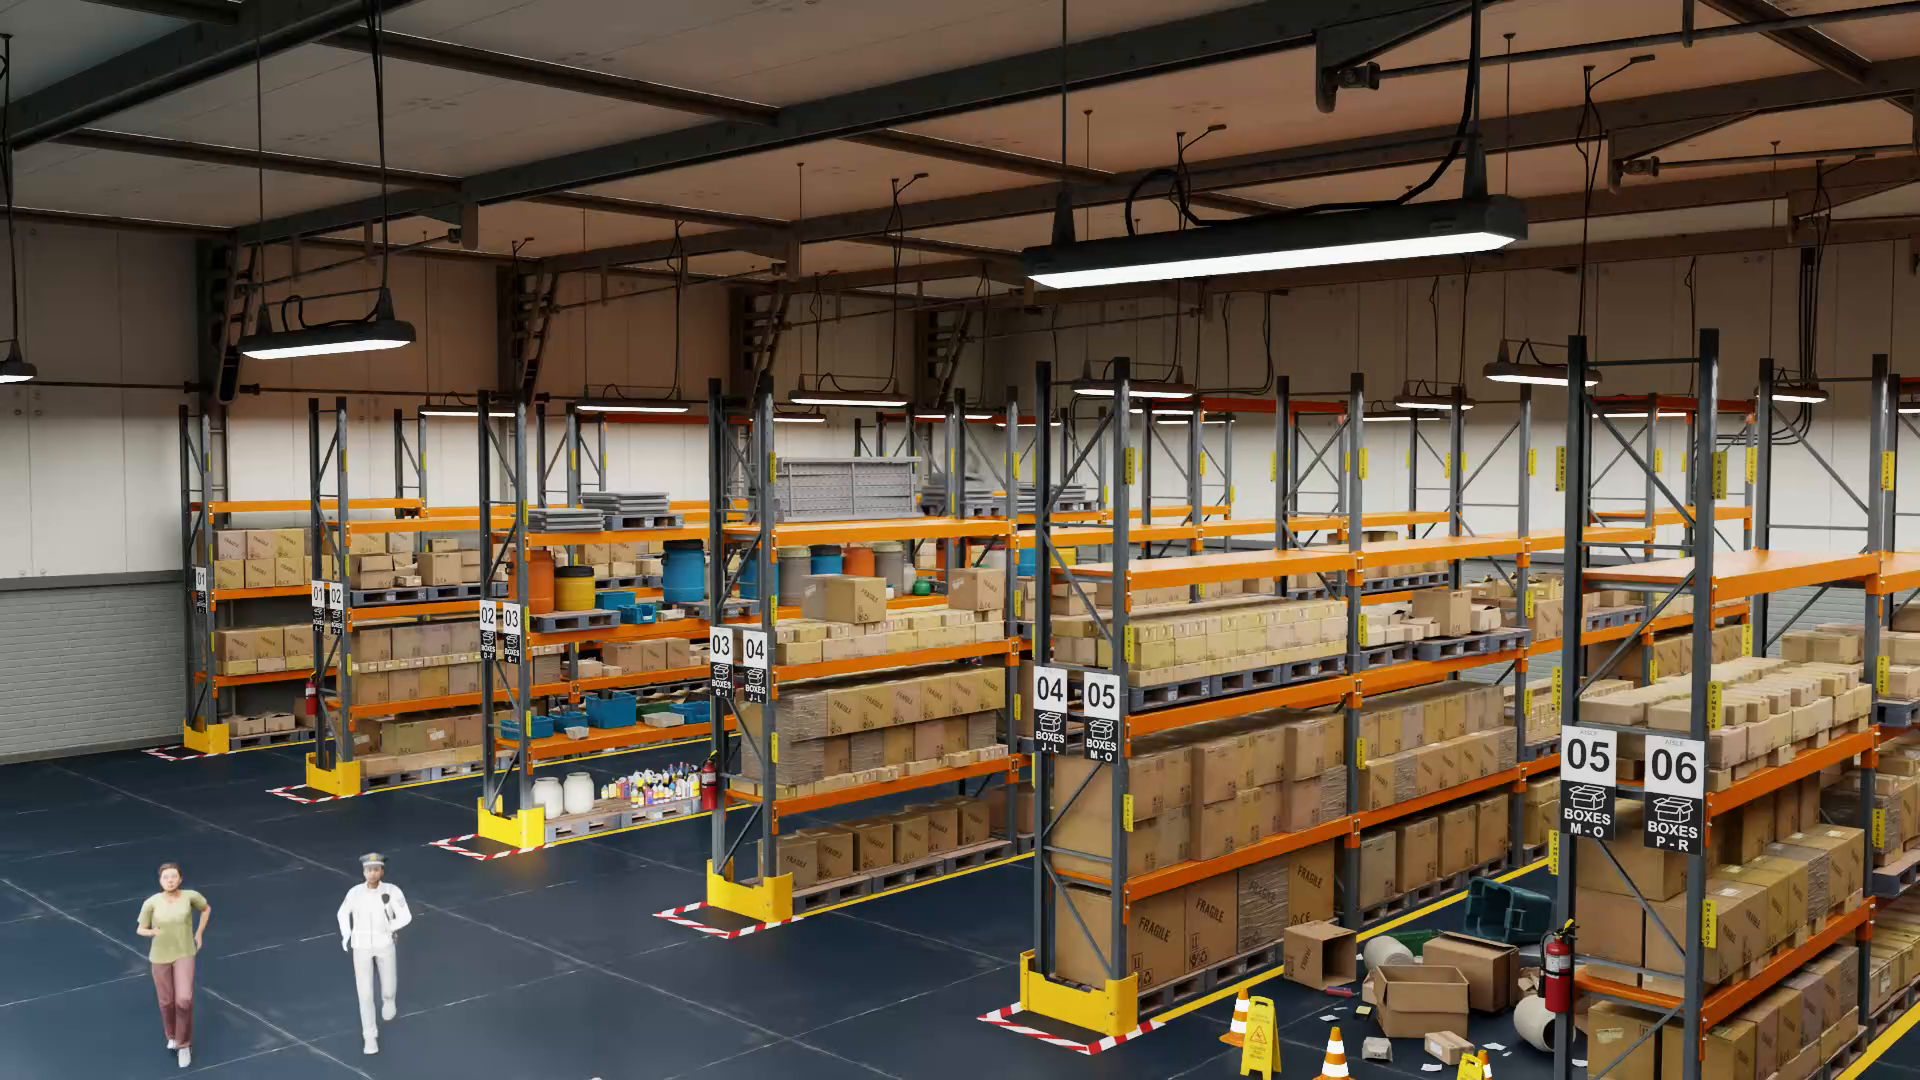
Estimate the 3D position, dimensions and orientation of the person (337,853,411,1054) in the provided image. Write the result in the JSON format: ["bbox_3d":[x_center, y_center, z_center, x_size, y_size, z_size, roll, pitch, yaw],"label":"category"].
[{"bbox_3d":[-5.132,3.556,14.568,0.626,1.665,0.832,-1,3,-15],"label":"person"}]

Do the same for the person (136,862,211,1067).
[{"bbox_3d":[-6.675,3.586,14.120,0.558,1.708,0.669,-1,3,-20],"label":"person"}]
